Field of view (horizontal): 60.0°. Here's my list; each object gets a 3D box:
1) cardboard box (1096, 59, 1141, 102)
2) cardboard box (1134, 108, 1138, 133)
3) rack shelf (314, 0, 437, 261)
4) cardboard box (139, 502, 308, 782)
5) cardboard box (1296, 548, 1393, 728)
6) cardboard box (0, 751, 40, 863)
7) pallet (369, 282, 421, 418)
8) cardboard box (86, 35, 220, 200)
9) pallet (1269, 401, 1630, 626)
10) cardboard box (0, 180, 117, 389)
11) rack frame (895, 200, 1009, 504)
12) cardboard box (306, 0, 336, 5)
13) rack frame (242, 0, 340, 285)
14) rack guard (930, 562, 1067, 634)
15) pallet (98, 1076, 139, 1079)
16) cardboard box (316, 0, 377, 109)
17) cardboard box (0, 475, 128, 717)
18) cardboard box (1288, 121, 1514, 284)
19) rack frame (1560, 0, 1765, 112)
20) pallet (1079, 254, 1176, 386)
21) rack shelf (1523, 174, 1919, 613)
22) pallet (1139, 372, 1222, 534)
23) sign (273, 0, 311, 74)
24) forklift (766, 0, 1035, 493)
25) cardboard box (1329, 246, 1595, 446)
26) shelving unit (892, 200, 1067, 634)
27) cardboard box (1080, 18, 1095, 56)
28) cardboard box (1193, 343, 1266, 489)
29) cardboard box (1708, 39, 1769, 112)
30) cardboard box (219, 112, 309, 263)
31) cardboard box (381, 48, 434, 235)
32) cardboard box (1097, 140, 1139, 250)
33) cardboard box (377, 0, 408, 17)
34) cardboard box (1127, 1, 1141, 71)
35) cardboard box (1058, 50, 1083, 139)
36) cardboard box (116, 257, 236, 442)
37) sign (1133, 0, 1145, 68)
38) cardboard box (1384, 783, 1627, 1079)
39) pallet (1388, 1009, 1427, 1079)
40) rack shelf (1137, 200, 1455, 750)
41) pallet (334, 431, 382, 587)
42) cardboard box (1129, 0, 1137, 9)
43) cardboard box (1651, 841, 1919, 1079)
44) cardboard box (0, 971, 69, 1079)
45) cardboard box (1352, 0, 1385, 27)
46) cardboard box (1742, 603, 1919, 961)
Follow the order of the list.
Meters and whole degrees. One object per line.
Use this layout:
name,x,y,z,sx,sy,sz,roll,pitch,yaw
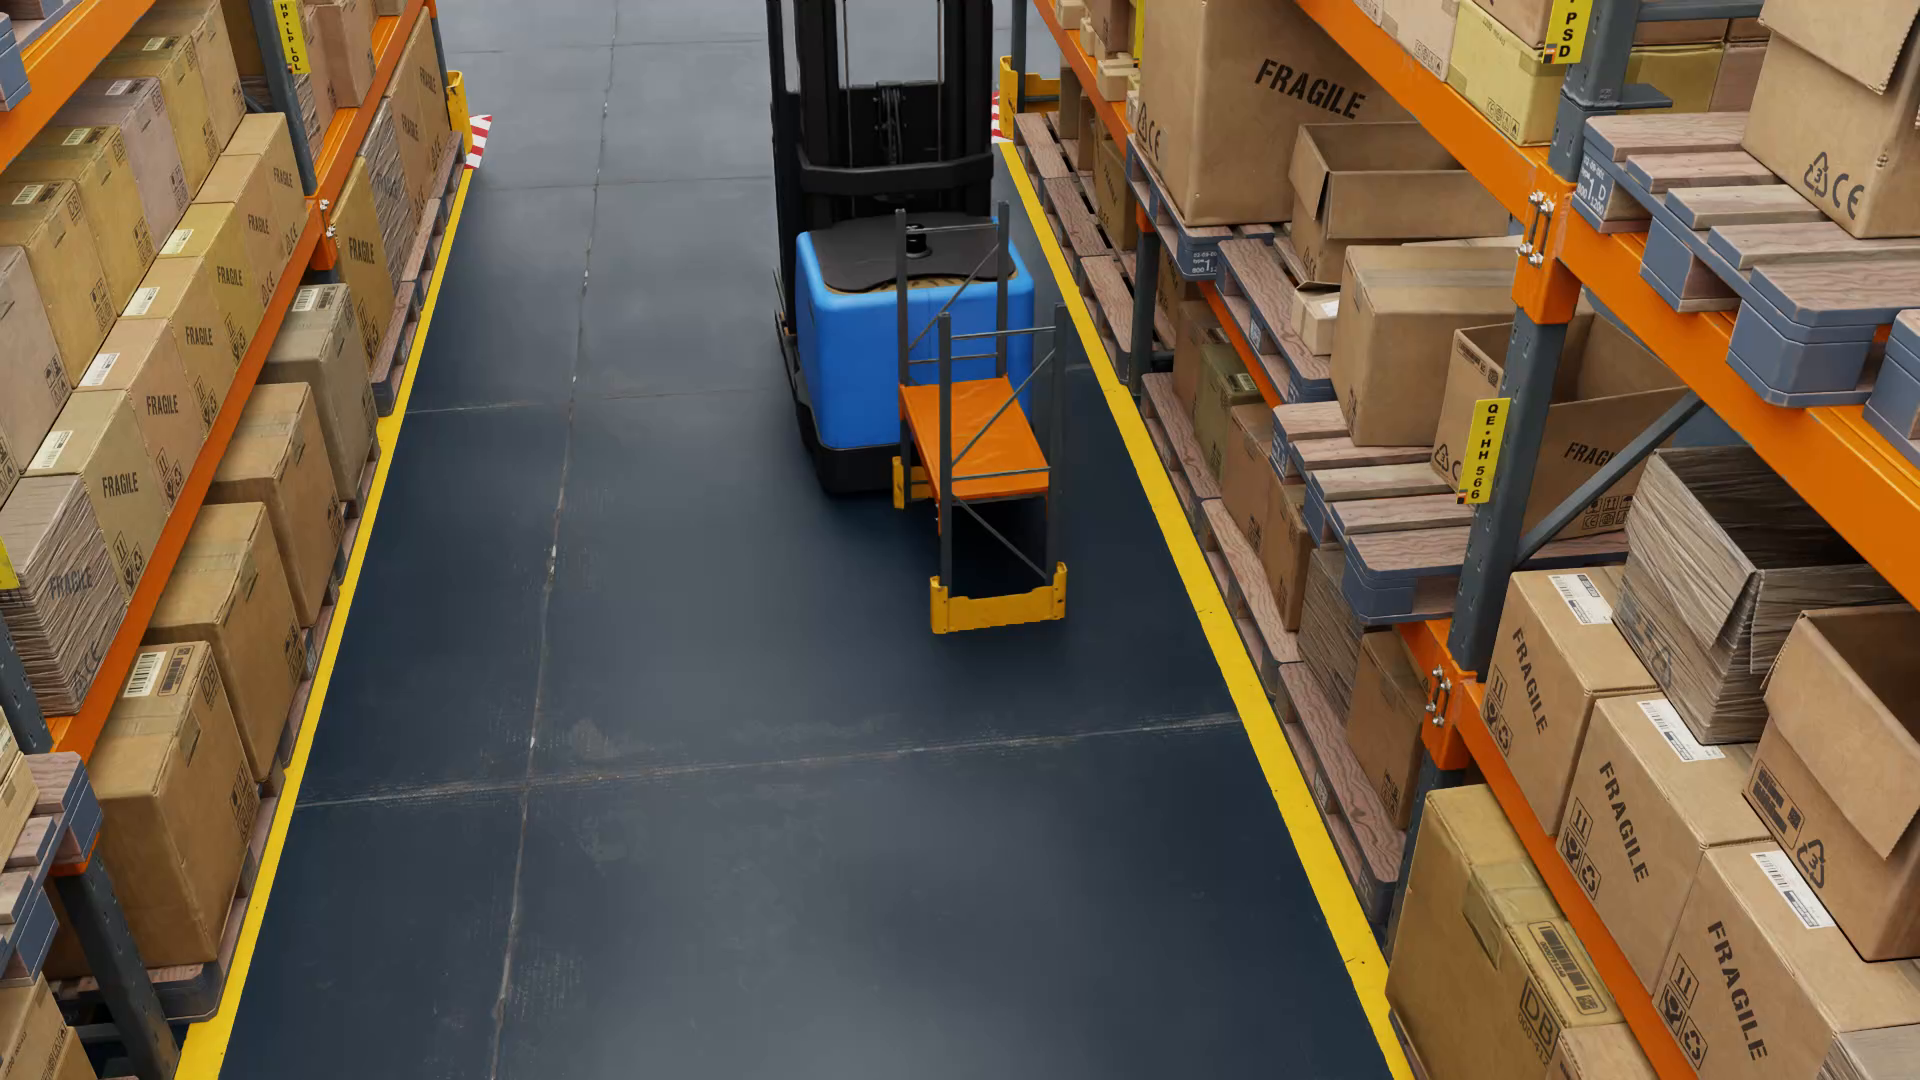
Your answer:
cardboard box,0.946,-2.478,8.946,0.380,0.149,0.250,-4,35,-6
cardboard box,1.088,-2.063,8.337,0.380,0.149,0.250,-4,35,-6
rack shelf,-3.789,-2.569,9.494,1.077,0.370,4.000,-4,35,-6
cardboard box,-3.096,0.404,6.118,1.050,0.750,0.750,-4,34,-6
cardboard box,1.749,0.333,6.426,0.700,0.500,0.500,-7,35,-10
cardboard box,-2.460,0.653,3.978,0.380,0.149,0.250,-4,34,-6
pallet,-3.545,-1.028,9.071,1.003,0.211,1.213,-4,35,-6
cardboard box,-3.376,-1.641,6.517,0.700,0.500,0.500,-5,35,-7
pallet,1.745,-0.147,5.473,1.213,0.211,1.003,-4,35,-6
cardboard box,-3.173,-0.792,5.271,0.700,0.500,0.500,-5,35,-7
rack frame,-0.033,-0.827,7.632,0.500,1.500,0.032,-6,35,-9
cardboard box,-3.661,-3.076,8.508,0.875,0.550,0.550,-4,35,-6
rack frame,-3.520,-1.750,7.654,1.000,3.000,0.127,-4,35,-6
rack guard,0.166,0.250,7.161,0.587,0.250,0.087,-6,35,-9
pallet,-2.878,2.071,4.524,1.003,0.211,1.213,-4,35,-6
cardboard box,-3.634,-2.632,8.816,0.875,0.550,0.550,-4,35,-6
cardboard box,-2.775,0.170,4.748,0.500,0.500,0.500,-4,34,-6
cardboard box,1.733,-1.325,6.566,0.797,0.503,0.637,-1,34,-1
rack frame,1.946,-2.316,3.158,1.000,3.000,0.127,-4,35,-6
pallet,1.283,-1.289,9.454,1.003,0.211,1.213,-4,35,-6
rack shelf,2.215,0.337,2.567,1.077,0.370,4.000,-4,35,-6
pallet,1.515,-0.482,8.270,1.003,0.211,1.213,-4,35,-6
sign,-2.984,-2.242,7.418,0.100,0.325,0.005,-4,35,-6
forklift,-0.432,-2.261,8.466,1.130,2.935,3.031,-6,35,-9
cardboard box,1.660,-0.654,5.584,0.700,0.500,0.500,0,34,1
shelving unit,0.068,-0.542,7.213,0.587,1.500,1.083,-6,35,-9
cardboard box,0.901,-2.901,9.566,0.380,0.149,0.250,-4,35,-6
cardboard box,1.515,-0.606,7.805,0.700,0.500,0.500,-5,35,-7
cardboard box,2.135,-1.296,4.458,0.500,0.250,0.500,-4,34,-6
cardboard box,-3.185,-1.520,7.228,0.500,0.500,0.500,-5,35,-7
cardboard box,-3.781,-2.413,10.141,0.875,0.875,0.875,-5,35,-7
cardboard box,1.148,-2.095,10.008,0.500,0.500,0.500,-7,35,-11
cardboard box,-3.868,-3.535,10.140,0.875,0.550,0.550,-4,35,-6
cardboard box,1.377,-2.771,8.799,0.875,0.500,0.500,-4,35,-6
cardboard box,0.938,-3.092,11.470,0.500,0.500,0.500,2,34,2
cardboard box,-2.978,-0.673,5.985,0.500,0.500,0.500,-5,35,-7
sign,0.872,-2.381,7.812,0.100,0.325,0.005,-4,35,-6
cardboard box,2.019,1.254,4.760,1.225,0.875,0.875,-6,35,-9
pallet,1.978,1.761,4.978,1.003,0.211,1.213,-4,35,-6
rack shelf,1.677,-0.656,6.687,1.077,0.370,4.000,-4,35,-6
pallet,-3.342,-0.173,7.816,1.003,0.211,1.213,-4,35,-6
cardboard box,1.075,-2.877,8.067,0.500,0.500,0.500,-4,35,-6
cardboard box,1.886,0.987,3.549,0.500,0.500,0.500,-5,35,-7
cardboard box,-2.630,1.394,4.222,0.500,0.250,0.500,-5,35,-8
cardboard box,1.494,-1.817,5.223,0.500,0.250,0.500,-3,34,-5
cardboard box,2.114,0.480,3.402,0.797,0.503,0.637,-4,34,-5
